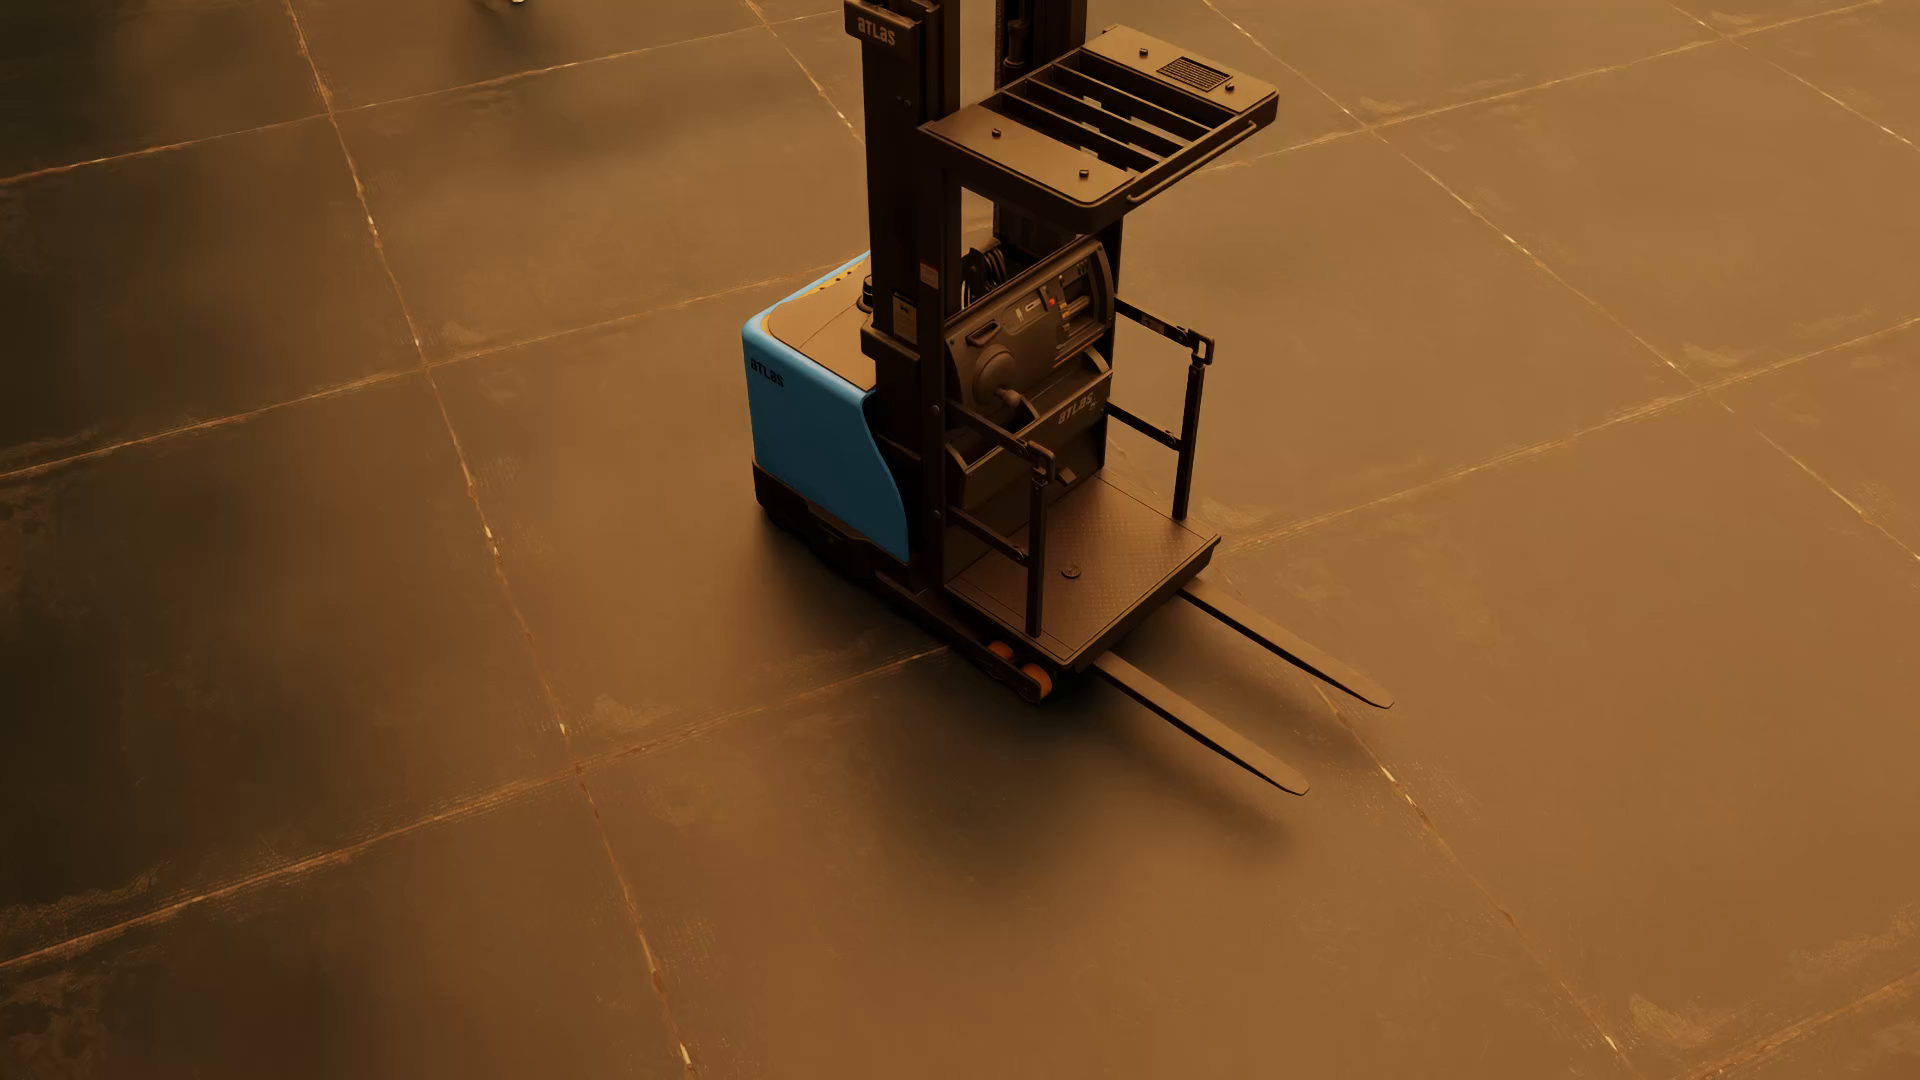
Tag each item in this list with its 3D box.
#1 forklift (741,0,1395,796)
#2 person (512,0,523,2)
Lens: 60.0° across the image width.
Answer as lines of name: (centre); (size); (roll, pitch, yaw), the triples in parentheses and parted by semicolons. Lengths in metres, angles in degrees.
forklift: (0.445, -0.788, 6.525); (3.031, 2.935, 1.130); (32, 52, 30)
person: (-3.358, -4.659, 11.578); (0.689, 1.825, 0.620); (-14, 45, -14)
